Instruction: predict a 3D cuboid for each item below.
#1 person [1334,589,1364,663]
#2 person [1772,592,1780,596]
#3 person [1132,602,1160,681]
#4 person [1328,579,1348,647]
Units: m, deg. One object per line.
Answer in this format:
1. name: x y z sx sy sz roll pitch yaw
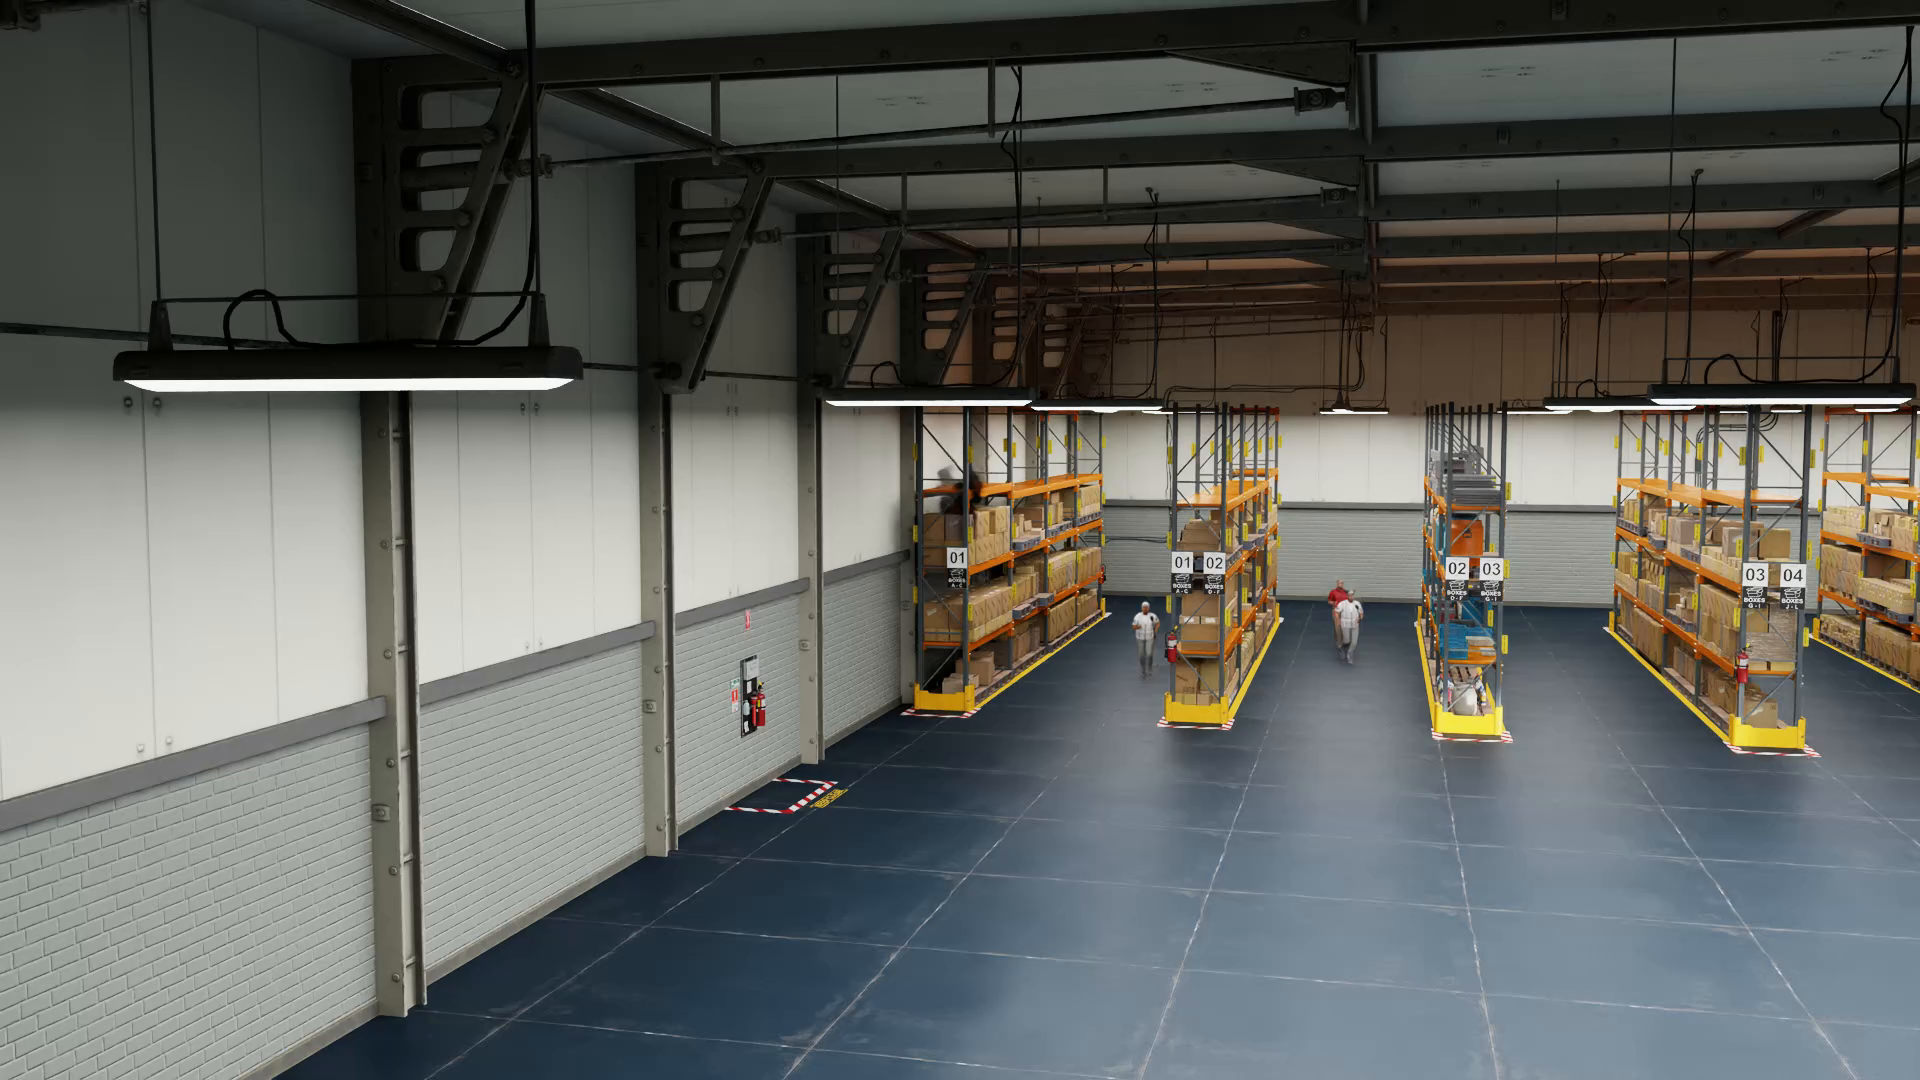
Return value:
1. person: 9.073 1.999 38.666 0.658 1.739 0.591 0 4 -1
2. person: 20.442 1.807 41.322 0.726 1.802 0.725 2 4 20
3. person: 4.059 2.208 36.398 0.585 1.719 0.708 1 4 11
4. person: 9.432 1.842 41.135 0.643 1.733 0.651 0 4 2
